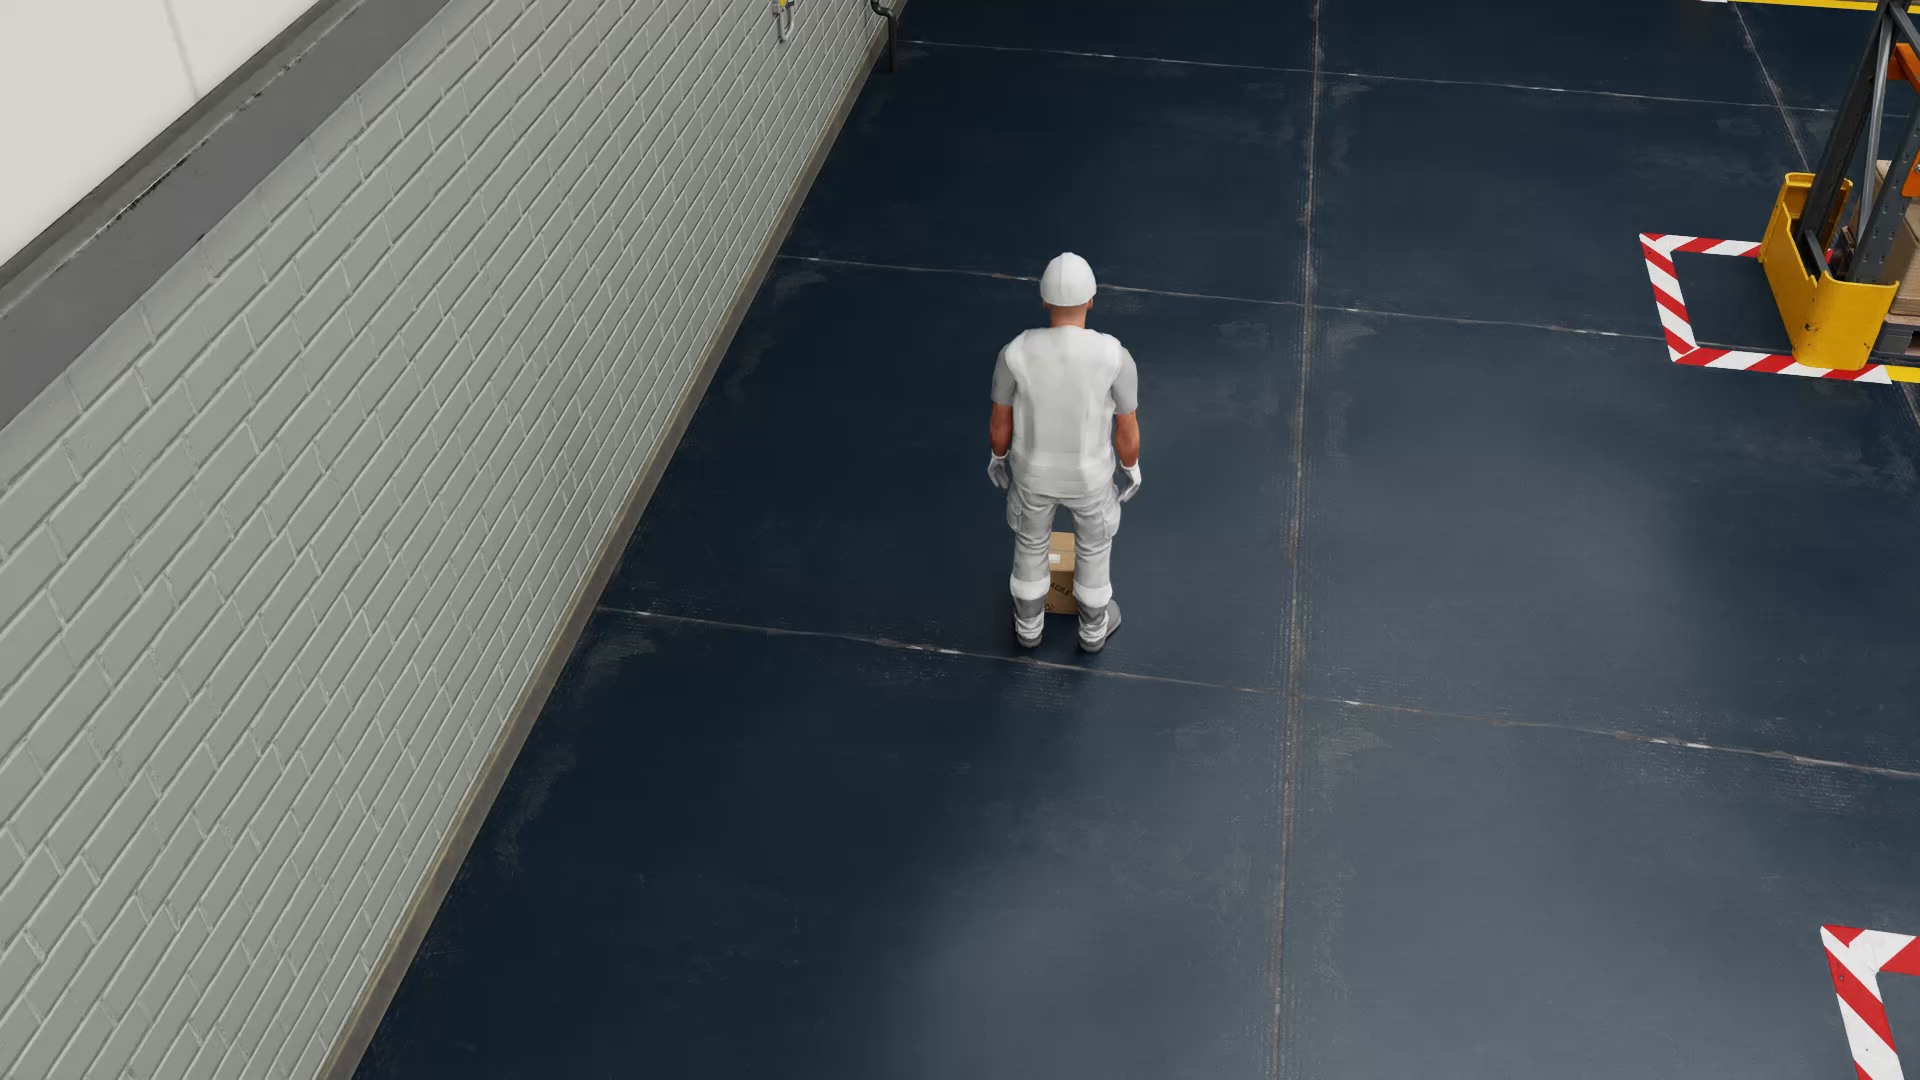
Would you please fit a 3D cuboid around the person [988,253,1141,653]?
[{"bbox_3d":[0.408,-0.292,6.492,0.603,1.778,0.451,6,41,7],"label":"person"}]
